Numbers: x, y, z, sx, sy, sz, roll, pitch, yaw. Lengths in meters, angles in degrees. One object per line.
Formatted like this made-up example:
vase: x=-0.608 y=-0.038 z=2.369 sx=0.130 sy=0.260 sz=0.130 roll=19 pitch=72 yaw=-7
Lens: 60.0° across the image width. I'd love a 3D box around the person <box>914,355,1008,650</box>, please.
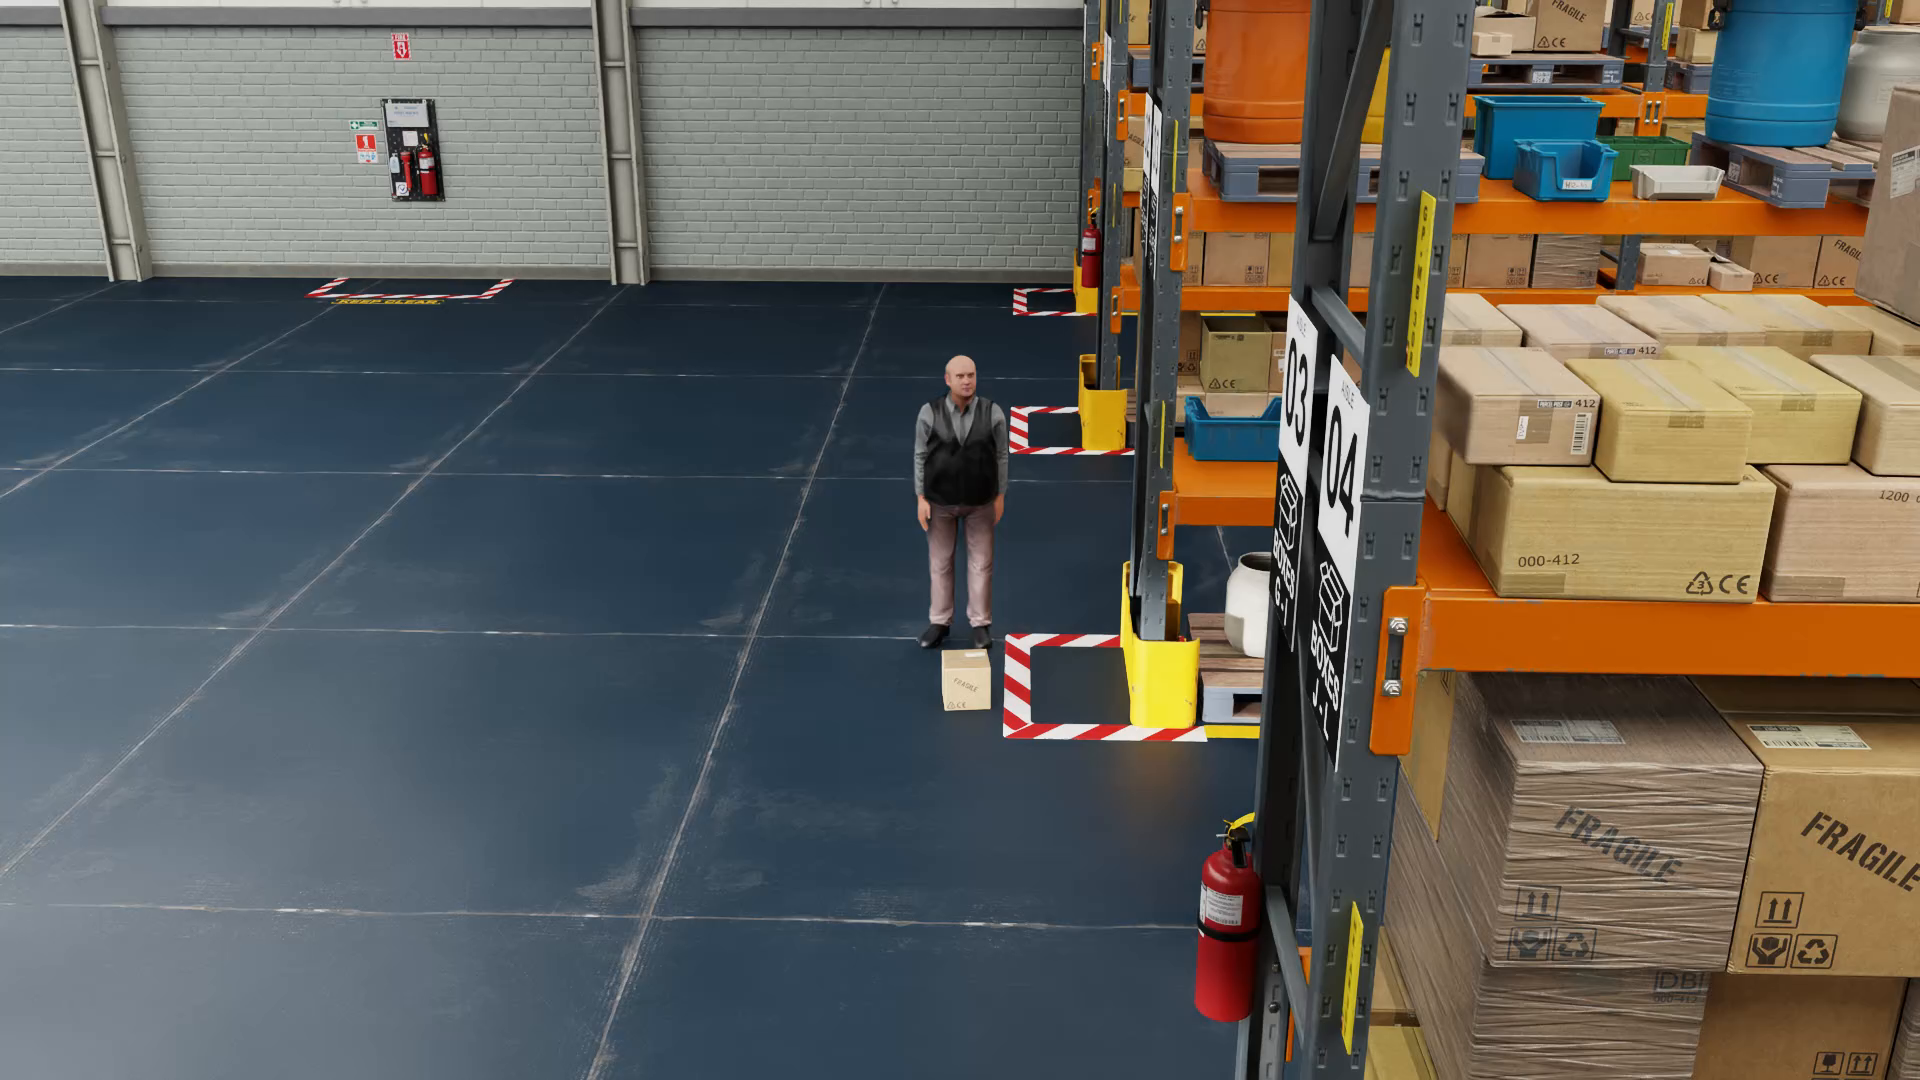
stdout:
person: x=0.011 y=-0.209 z=9.610 sx=0.546 sy=1.727 sz=0.407 roll=-2 pitch=21 yaw=-5
